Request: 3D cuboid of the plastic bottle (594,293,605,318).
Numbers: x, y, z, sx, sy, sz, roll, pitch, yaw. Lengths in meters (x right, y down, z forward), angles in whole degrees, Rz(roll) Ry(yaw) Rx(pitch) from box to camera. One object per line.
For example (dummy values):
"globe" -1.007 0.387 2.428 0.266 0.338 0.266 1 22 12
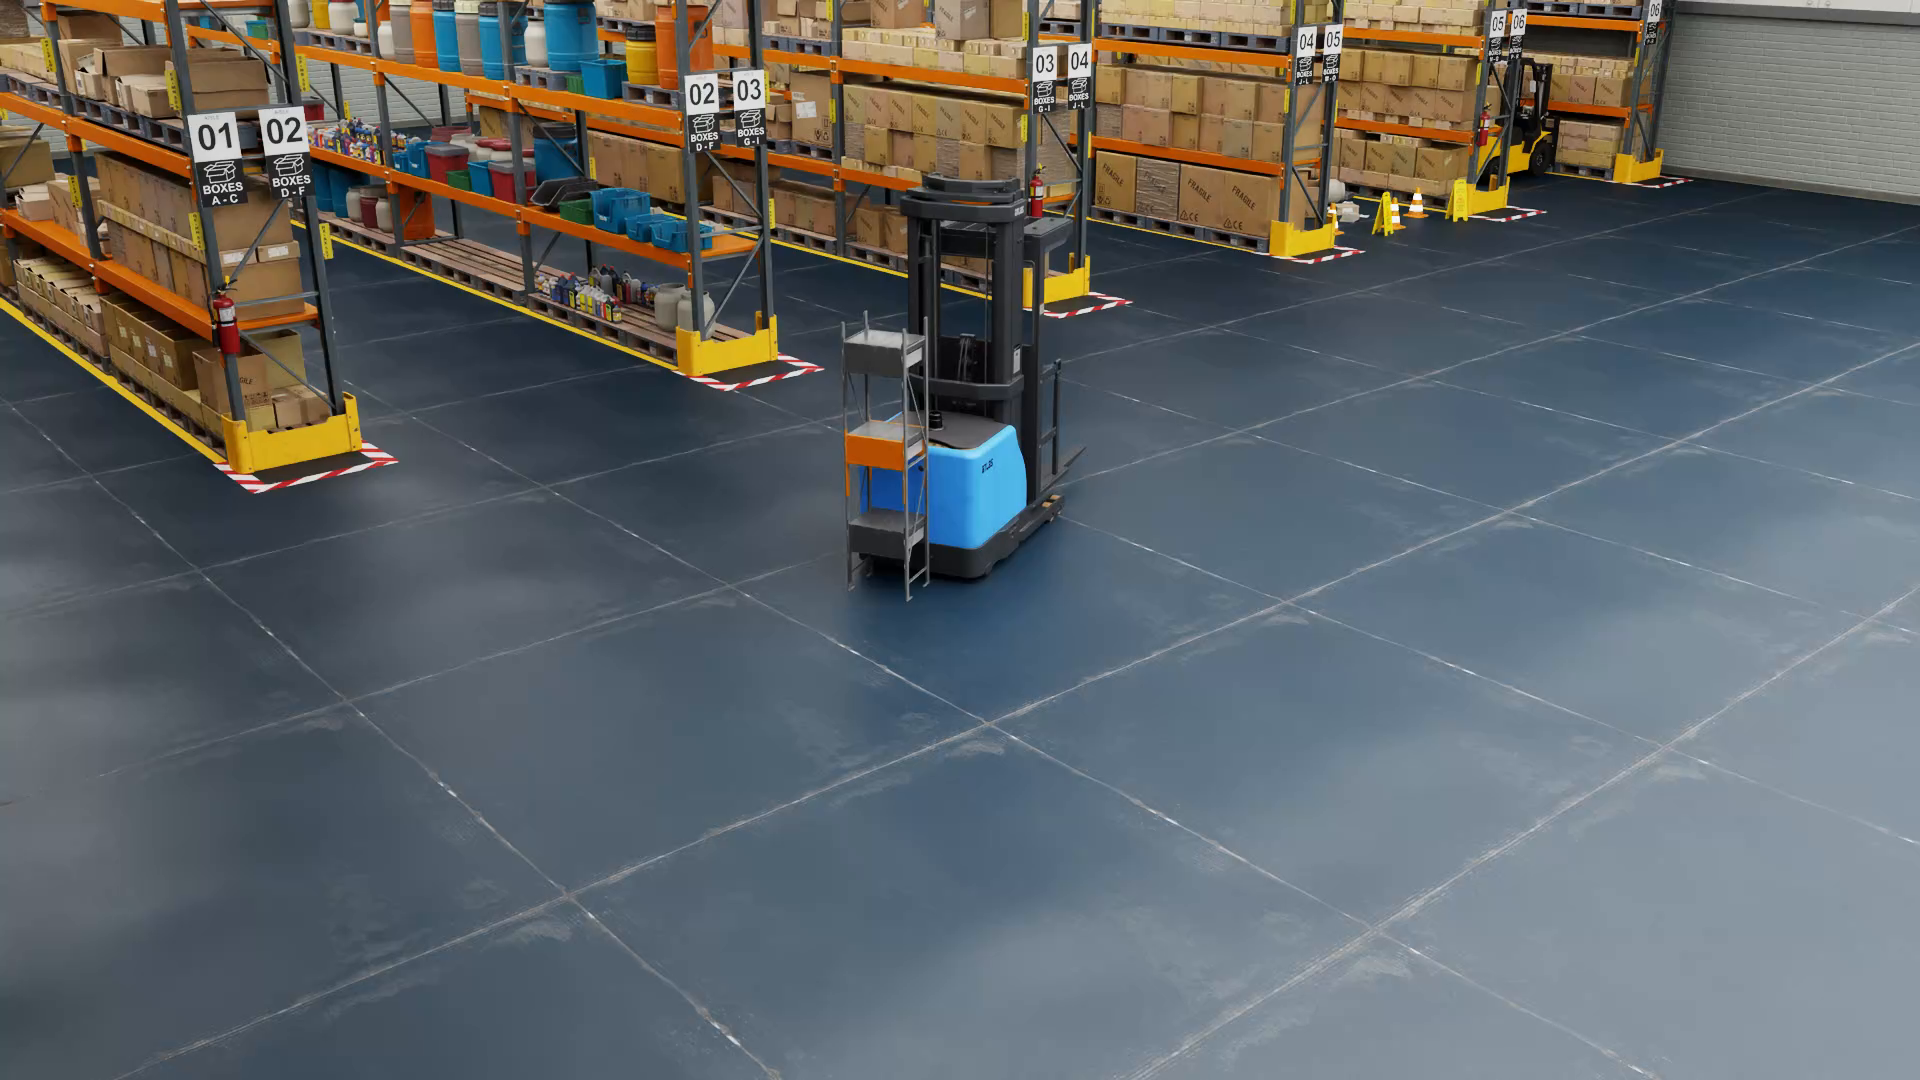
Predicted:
"plastic bottle" -4.288 -2.818 19.923 0.152 0.276 0.135 -18 28 -39

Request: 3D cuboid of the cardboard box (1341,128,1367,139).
"cardboard box" 6.858 -7.082 28.956 0.380 0.149 0.250 -16 26 -34

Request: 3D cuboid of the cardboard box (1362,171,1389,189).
"cardboard box" 7.328 -6.265 28.786 0.500 0.250 0.500 -19 28 -39

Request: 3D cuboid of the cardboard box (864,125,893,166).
"cardboard box" -0.835 -5.547 23.216 0.875 0.500 0.500 -17 27 -37

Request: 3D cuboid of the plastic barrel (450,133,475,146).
"plastic barrel" -6.911 -5.393 23.212 0.421 0.512 0.421 0 21 0

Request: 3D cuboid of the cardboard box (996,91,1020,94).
"cardboard box" 0.906 -7.347 28.217 0.500 0.500 0.500 -18 28 -38

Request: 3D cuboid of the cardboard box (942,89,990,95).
"cardboard box" 0.098 -5.825 22.552 0.500 0.500 0.500 -17 27 -37

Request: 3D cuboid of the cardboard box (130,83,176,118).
"cardboard box" -7.229 -4.029 15.208 0.500 0.250 0.500 -17 27 -37

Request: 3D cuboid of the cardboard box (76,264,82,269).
"cardboard box" -10.627 -3.344 20.561 0.500 0.311 0.500 -18 28 -38

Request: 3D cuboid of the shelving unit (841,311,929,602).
"shelving unit" -0.547 -0.614 12.397 0.503 2.100 0.431 9 23 22

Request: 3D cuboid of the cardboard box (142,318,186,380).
"cardboard box" -7.842 -1.939 16.713 0.500 0.500 0.500 -17 27 -37

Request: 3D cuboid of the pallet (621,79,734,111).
"pallet" -2.988 -4.924 18.316 1.003 0.211 1.213 -17 27 -37

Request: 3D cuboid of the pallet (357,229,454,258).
"pallet" -8.291 -4.484 24.868 1.003 0.211 1.213 -17 27 -37

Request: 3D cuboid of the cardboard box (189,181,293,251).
"cardboard box" -6.607 -2.983 15.297 0.700 0.500 0.500 -17 27 -37

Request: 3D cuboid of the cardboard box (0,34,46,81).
"cardboard box" -11.810 -5.952 20.542 0.910 0.500 0.500 -17 27 -37

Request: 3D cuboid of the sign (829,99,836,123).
"sign" -1.799 -6.054 23.466 0.100 0.325 0.005 -17 27 -37

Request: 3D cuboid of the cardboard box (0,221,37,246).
"cardboard box" -12.328 -4.003 21.614 0.500 0.250 0.500 -16 27 -35

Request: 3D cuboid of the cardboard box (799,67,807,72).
"cardboard box" -2.871 -9.010 31.961 0.380 0.149 0.250 -17 27 -37

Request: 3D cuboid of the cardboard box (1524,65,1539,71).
"cardboard box" 10.887 -8.956 31.436 0.380 0.149 0.250 -18 28 -38

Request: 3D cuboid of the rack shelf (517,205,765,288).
"rack shelf" -3.828 -3.581 19.727 1.077 0.370 4.000 -17 27 -37

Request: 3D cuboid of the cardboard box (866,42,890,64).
"cardboard box" -0.932 -6.645 22.654 0.500 0.250 0.500 -18 28 -38

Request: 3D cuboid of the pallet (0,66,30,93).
"pallet" -10.989 -5.538 19.884 1.213 0.211 1.003 -16 26 -35

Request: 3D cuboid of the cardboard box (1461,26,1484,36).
"cardboard box" 8.293 -8.214 26.799 0.380 0.149 0.250 -17 27 -37

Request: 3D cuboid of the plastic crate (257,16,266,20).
"plastic crate" -12.106 -8.878 28.441 0.450 0.188 0.336 -17 27 -37

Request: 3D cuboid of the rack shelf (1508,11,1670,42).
"rack shelf" 11.190 -9.699 31.233 1.077 0.370 4.000 -17 27 -37

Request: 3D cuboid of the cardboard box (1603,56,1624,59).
"cardboard box" 12.110 -8.865 30.797 0.380 0.149 0.250 -17 27 -36

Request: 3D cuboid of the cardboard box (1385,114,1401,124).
"cardboard box" 7.443 -7.174 28.258 0.380 0.149 0.250 -18 28 -38

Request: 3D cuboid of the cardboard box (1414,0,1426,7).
"cardboard box" 7.692 -8.874 27.393 0.380 0.149 0.250 -17 27 -37

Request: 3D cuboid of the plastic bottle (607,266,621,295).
"plastic bottle" -4.369 -3.278 20.995 0.144 0.351 0.185 -19 28 -40

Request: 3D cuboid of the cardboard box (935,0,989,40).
"cardboard box" 0.026 -6.725 21.425 0.500 0.500 0.500 -17 27 -37

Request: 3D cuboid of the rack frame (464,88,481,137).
"rack frame" -9.214 -8.963 32.482 1.000 3.000 0.127 -17 27 -37

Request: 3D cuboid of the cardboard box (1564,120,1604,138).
"cardboard box" 11.621 -7.658 30.973 0.500 0.250 0.500 -17 27 -36

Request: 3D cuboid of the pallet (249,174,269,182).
"pallet" -12.458 -6.249 29.375 1.003 0.211 1.213 -17 27 -37

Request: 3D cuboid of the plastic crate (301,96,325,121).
"plastic crate" -10.748 -7.043 27.410 0.402 0.464 0.583 -17 27 -37

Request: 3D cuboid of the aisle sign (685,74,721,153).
"aisle sign" -2.701 -4.484 17.480 0.394 0.787 0.004 -17 27 -37

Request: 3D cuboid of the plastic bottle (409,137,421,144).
"plastic bottle" -8.084 -5.841 24.679 0.152 0.276 0.135 -17 27 -37

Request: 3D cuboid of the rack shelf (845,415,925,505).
"rack shelf" -0.547 -0.601 12.402 0.480 0.518 0.431 9 23 22

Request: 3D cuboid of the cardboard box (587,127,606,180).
"cardboard box" -6.170 -6.892 29.532 1.225 0.875 0.875 -17 27 -37

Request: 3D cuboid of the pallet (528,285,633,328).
"pallet" -4.727 -2.975 21.016 1.003 0.211 1.213 -17 27 -37

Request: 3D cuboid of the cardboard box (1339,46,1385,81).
"cardboard box" 6.873 -8.193 28.599 0.700 0.500 0.500 -18 28 -39

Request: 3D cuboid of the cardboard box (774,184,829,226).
"cardboard box" -2.428 -5.154 25.581 0.500 0.500 0.700 20 29 41

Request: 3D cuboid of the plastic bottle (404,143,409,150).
"plastic bottle" -8.166 -5.771 24.604 0.097 0.201 0.097 0 21 0

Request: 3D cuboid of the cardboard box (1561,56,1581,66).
"cardboard box" 11.366 -8.879 30.833 0.380 0.149 0.250 -17 27 -36

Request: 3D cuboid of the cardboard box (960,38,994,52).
"cardboard box" 0.220 -6.369 21.404 0.380 0.149 0.250 -17 27 -37

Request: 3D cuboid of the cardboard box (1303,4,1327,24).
"cardboard box" 4.933 -7.598 23.967 0.500 0.250 0.500 -18 27 -38

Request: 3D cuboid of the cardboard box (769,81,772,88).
"cardboard box" -3.640 -9.138 33.273 0.380 0.149 0.250 -18 28 -39

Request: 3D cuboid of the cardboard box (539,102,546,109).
"cardboard box" -7.386 -7.890 30.085 0.380 0.149 0.250 -18 28 -38

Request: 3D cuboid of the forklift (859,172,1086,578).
"forklift" 0.251 -1.576 13.714 1.130 2.935 3.031 9 23 22

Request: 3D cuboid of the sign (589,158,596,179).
"sign" -4.710 -4.726 21.283 0.100 0.325 0.005 -17 27 -37

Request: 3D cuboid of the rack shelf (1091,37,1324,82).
"rack shelf" 3.748 -7.310 25.134 1.077 0.370 4.000 -17 27 -37

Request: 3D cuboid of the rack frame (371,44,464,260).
"rack frame" -7.744 -5.574 23.828 1.000 3.000 0.127 -17 27 -37

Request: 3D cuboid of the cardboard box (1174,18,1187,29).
"cardboard box" 3.415 -7.721 24.828 0.380 0.149 0.250 -17 27 -37

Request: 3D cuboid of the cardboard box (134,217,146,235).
"cardboard box" -8.016 -3.164 16.649 0.380 0.149 0.250 -18 28 -39

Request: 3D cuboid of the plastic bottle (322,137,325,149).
"plastic bottle" -9.683 -6.074 25.377 0.097 0.201 0.097 0 21 0

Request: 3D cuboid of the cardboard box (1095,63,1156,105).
"cardboard box" 2.657 -7.263 26.455 0.875 0.550 0.550 -17 27 -37

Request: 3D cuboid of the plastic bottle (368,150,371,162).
"plastic bottle" -8.544 -5.592 24.146 0.097 0.201 0.097 0 21 0
